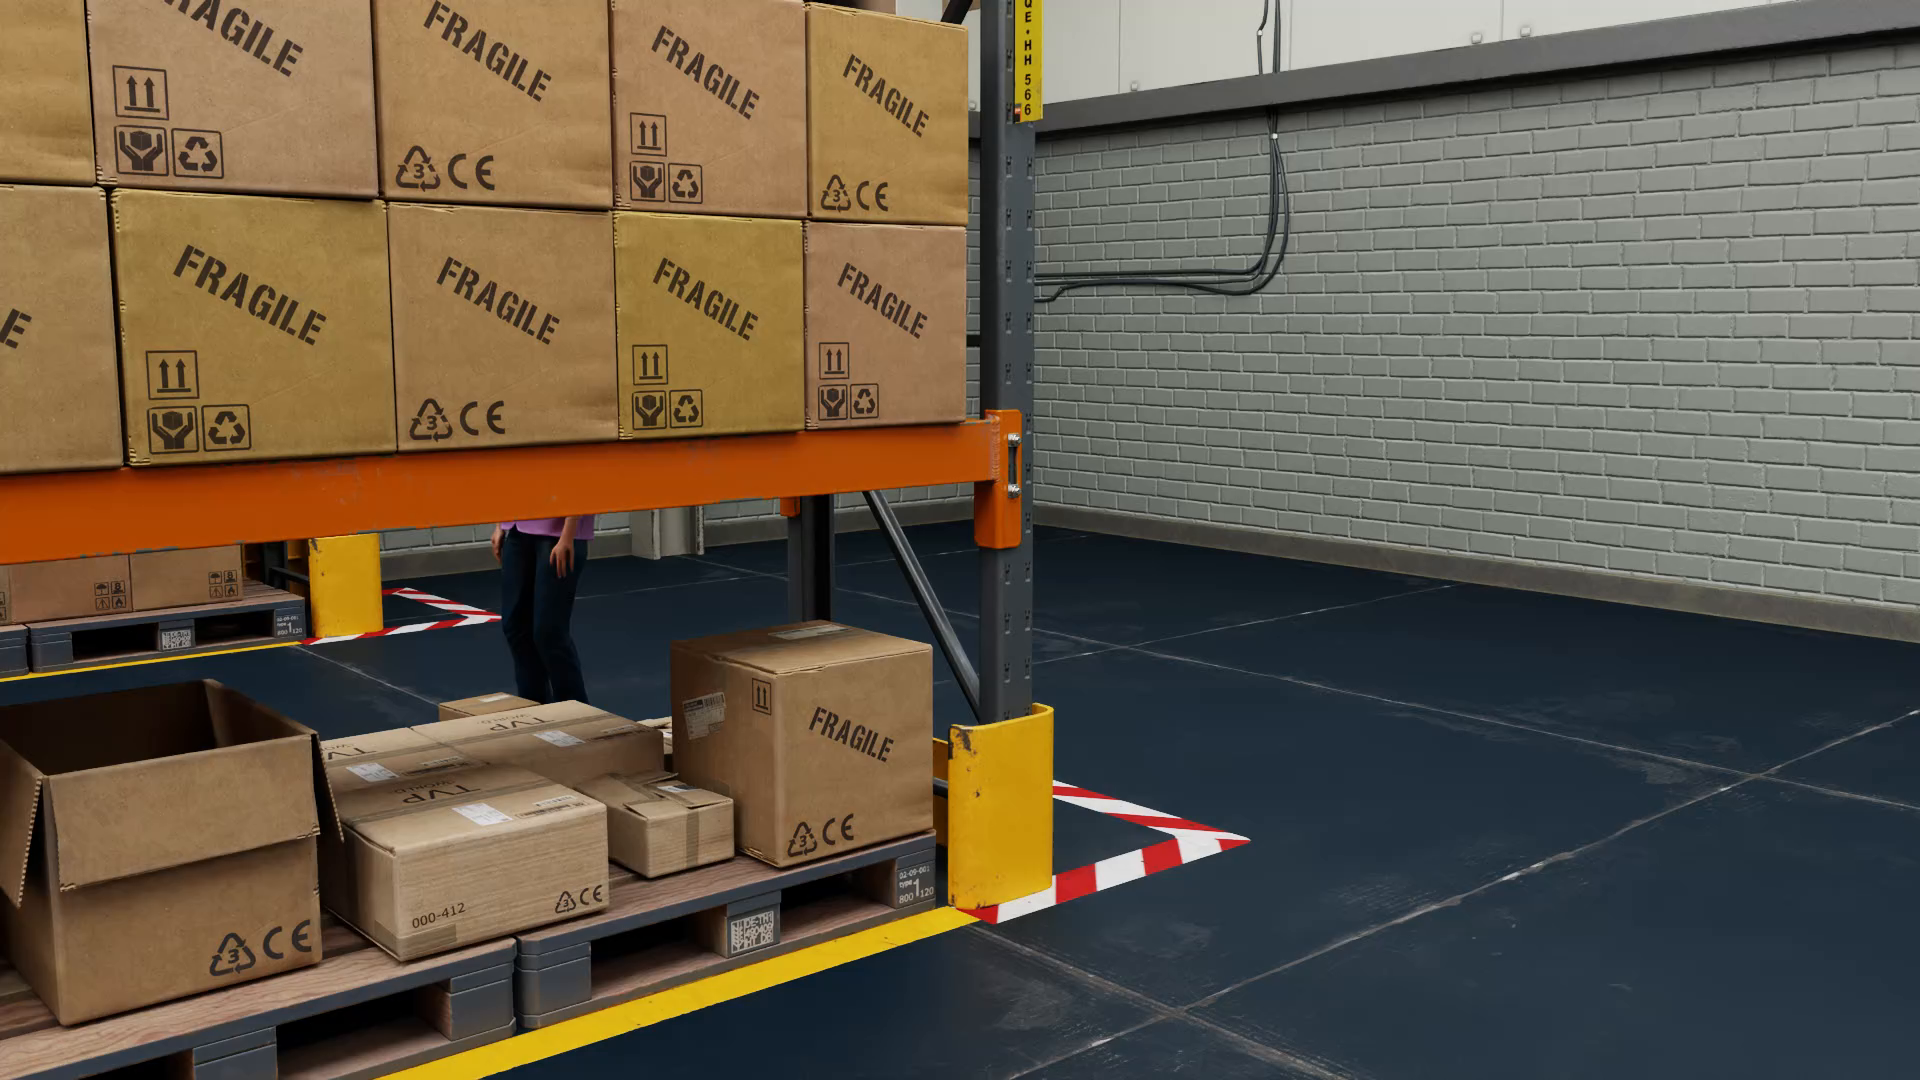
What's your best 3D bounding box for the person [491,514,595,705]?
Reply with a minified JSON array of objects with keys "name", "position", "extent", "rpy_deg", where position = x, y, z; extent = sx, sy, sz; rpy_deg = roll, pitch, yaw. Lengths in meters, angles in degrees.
[{"name":"person","position":[-1.480,-0.001,5.850],"extent":[0.474,1.592,0.350],"rpy_deg":[7,11,43]}]
